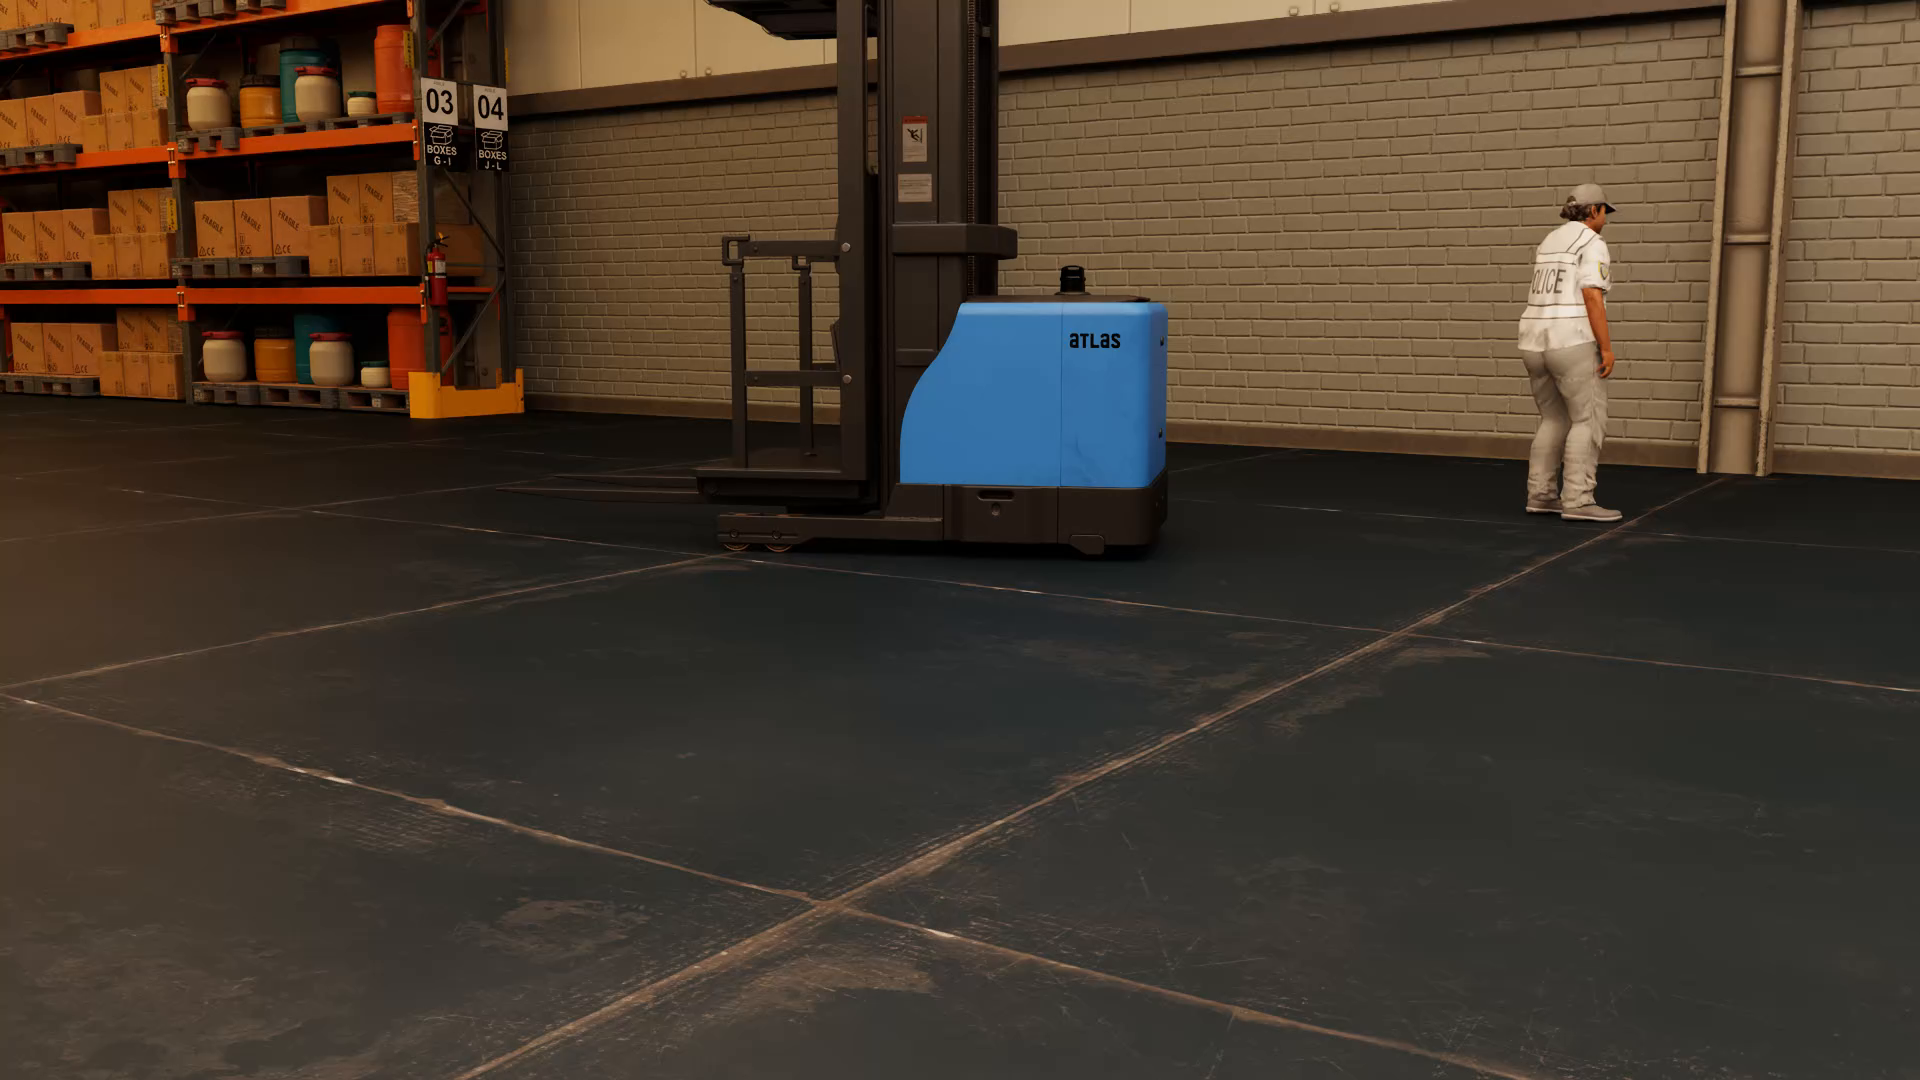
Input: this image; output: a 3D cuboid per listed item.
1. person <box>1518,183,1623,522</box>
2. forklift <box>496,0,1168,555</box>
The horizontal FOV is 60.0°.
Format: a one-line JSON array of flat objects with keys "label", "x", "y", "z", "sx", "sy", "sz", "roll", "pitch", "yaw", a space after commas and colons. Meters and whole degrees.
[{"label": "person", "x": 3.080, "y": -0.945, "z": 8.342, "sx": 0.468, "sy": 1.667, "sz": 0.558, "roll": -2, "pitch": 8, "yaw": -16}, {"label": "forklift", "x": -0.596, "y": -1.469, "z": 7.520, "sx": 3.031, "sy": 2.935, "sz": 1.130, "roll": 2, "pitch": 8, "yaw": 12}]
